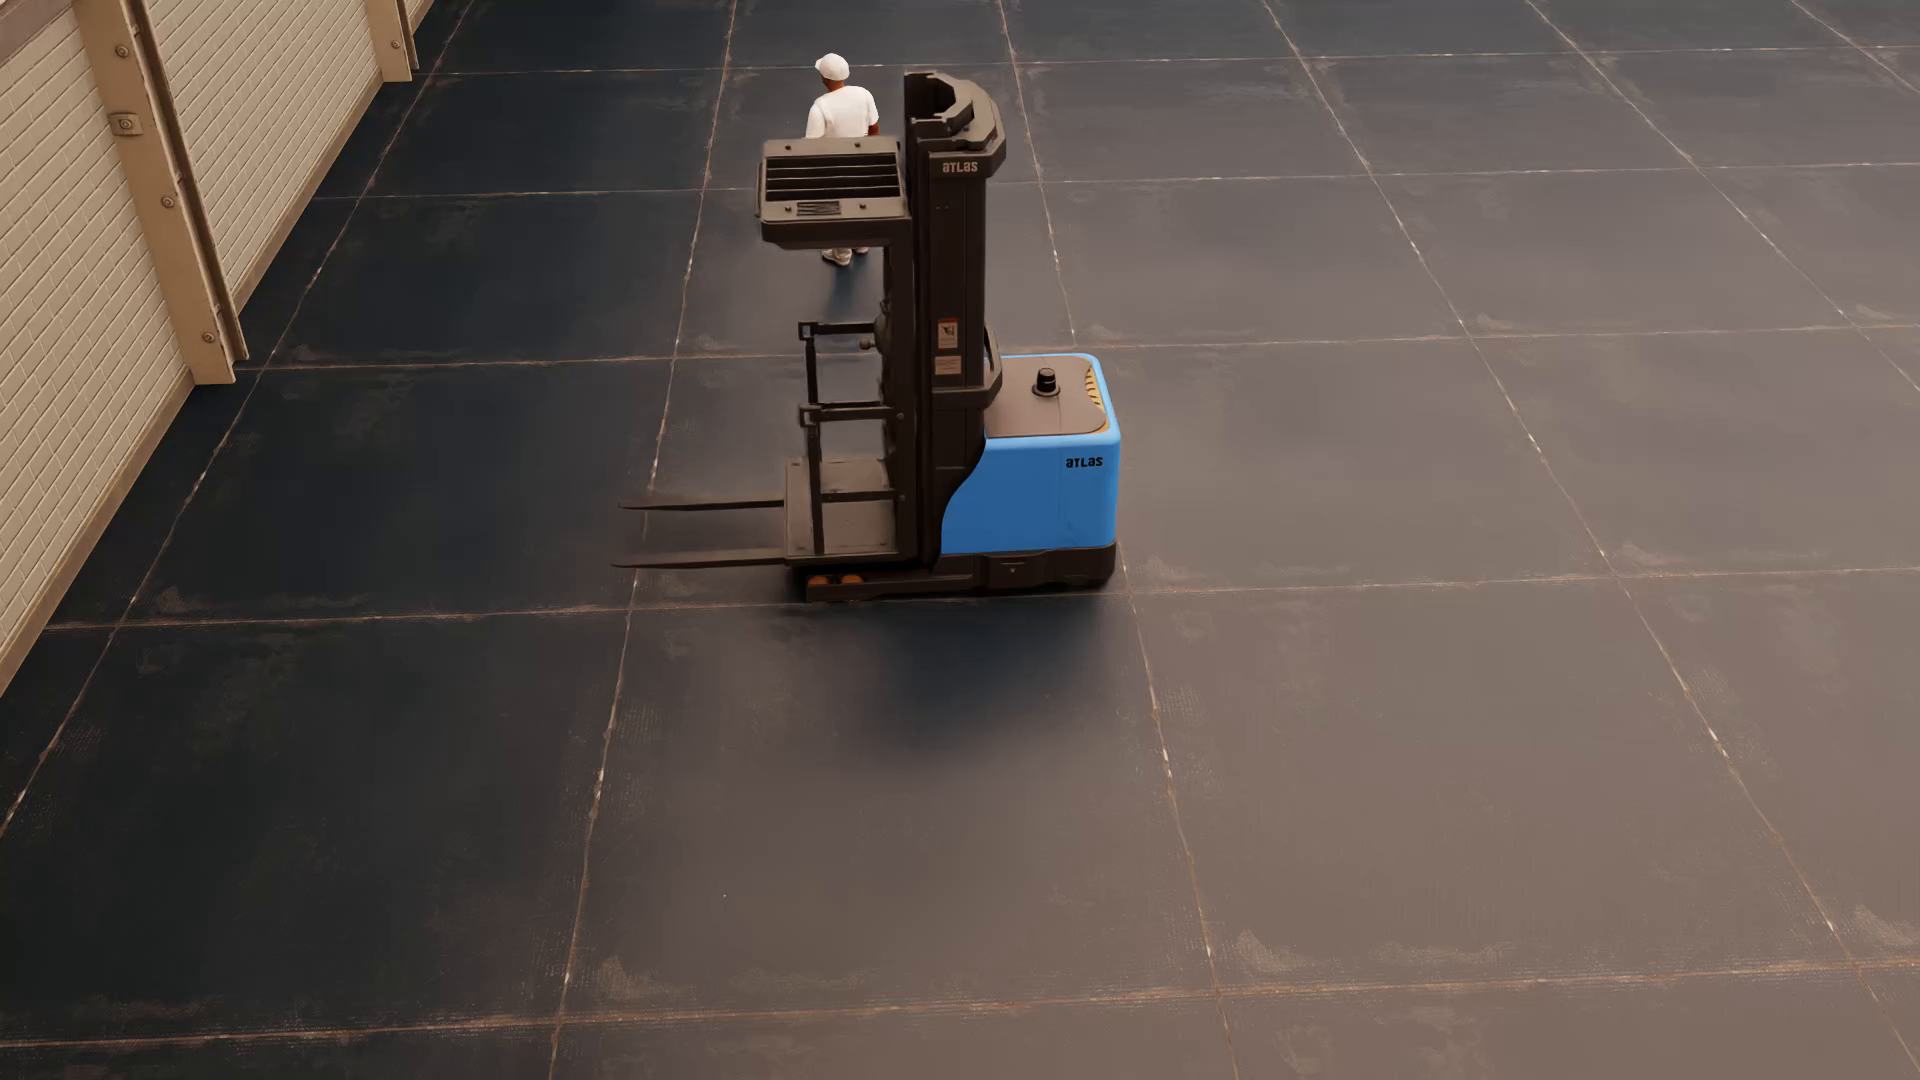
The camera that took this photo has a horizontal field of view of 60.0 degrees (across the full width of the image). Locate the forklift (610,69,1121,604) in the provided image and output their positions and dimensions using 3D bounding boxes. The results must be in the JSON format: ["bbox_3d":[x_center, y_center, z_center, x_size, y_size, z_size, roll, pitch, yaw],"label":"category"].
[{"bbox_3d":[-0.606,-1.125,9.556,3.031,2.935,1.130,-3,36,-4],"label":"forklift"}]

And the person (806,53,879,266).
[{"bbox_3d":[-0.980,-3.018,13.131,0.666,1.765,0.577,-20,41,-25],"label":"person"}]
